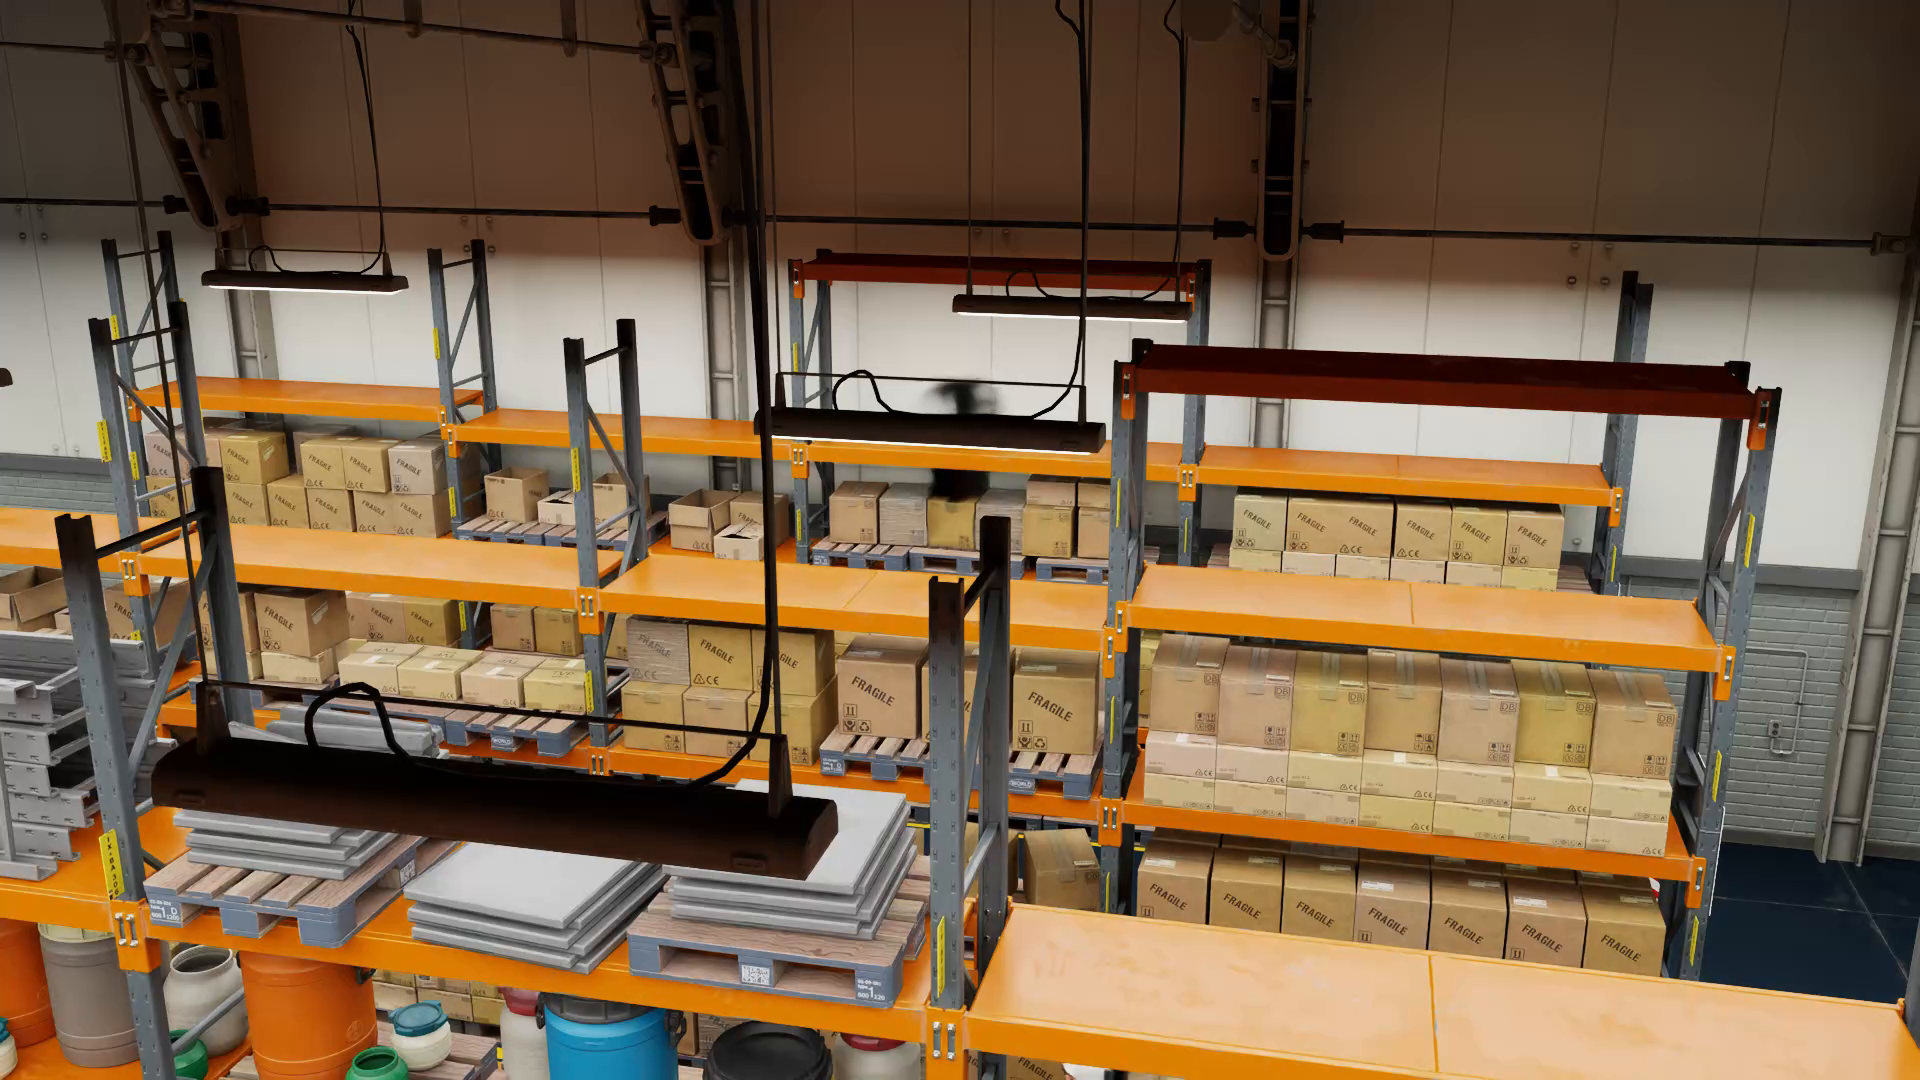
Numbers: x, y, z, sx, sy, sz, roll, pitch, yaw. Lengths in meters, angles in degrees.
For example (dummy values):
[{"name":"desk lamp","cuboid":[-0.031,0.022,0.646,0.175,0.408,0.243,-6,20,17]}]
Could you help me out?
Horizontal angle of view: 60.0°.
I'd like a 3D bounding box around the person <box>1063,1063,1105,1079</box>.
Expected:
[{"name":"person","cuboid":[0.758,4.165,10.950,0.703,1.783,0.639,0,16,0]}]
